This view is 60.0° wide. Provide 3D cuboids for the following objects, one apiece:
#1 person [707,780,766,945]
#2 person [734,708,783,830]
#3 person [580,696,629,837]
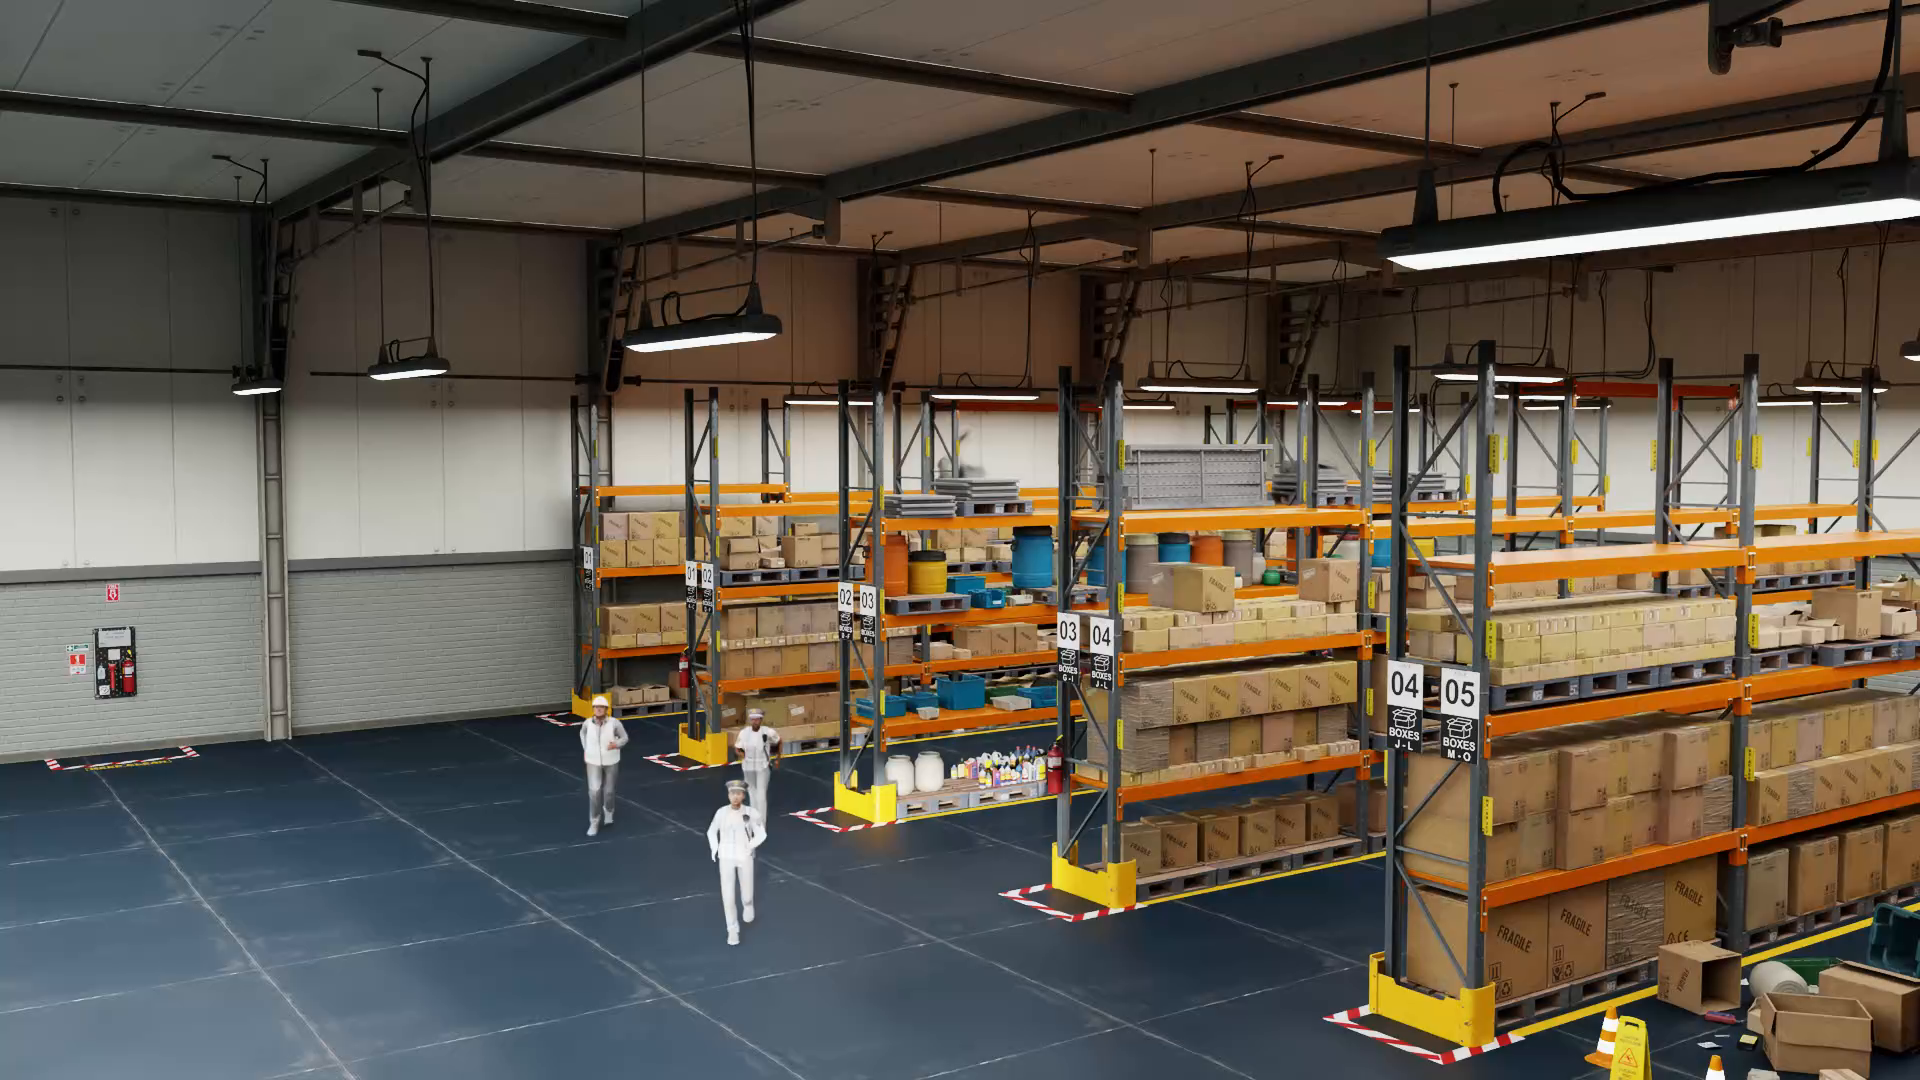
[{"bbox_3d":[-2.322,3.295,17.255,0.622,1.654,0.717,0,3,-1],"label":"person"},{"bbox_3d":[-2.642,3.032,21.745,0.603,1.726,0.811,0,3,7],"label":"person"},{"bbox_3d":[-4.692,2.959,21.947,0.651,1.828,0.788,0,3,-8],"label":"person"}]
